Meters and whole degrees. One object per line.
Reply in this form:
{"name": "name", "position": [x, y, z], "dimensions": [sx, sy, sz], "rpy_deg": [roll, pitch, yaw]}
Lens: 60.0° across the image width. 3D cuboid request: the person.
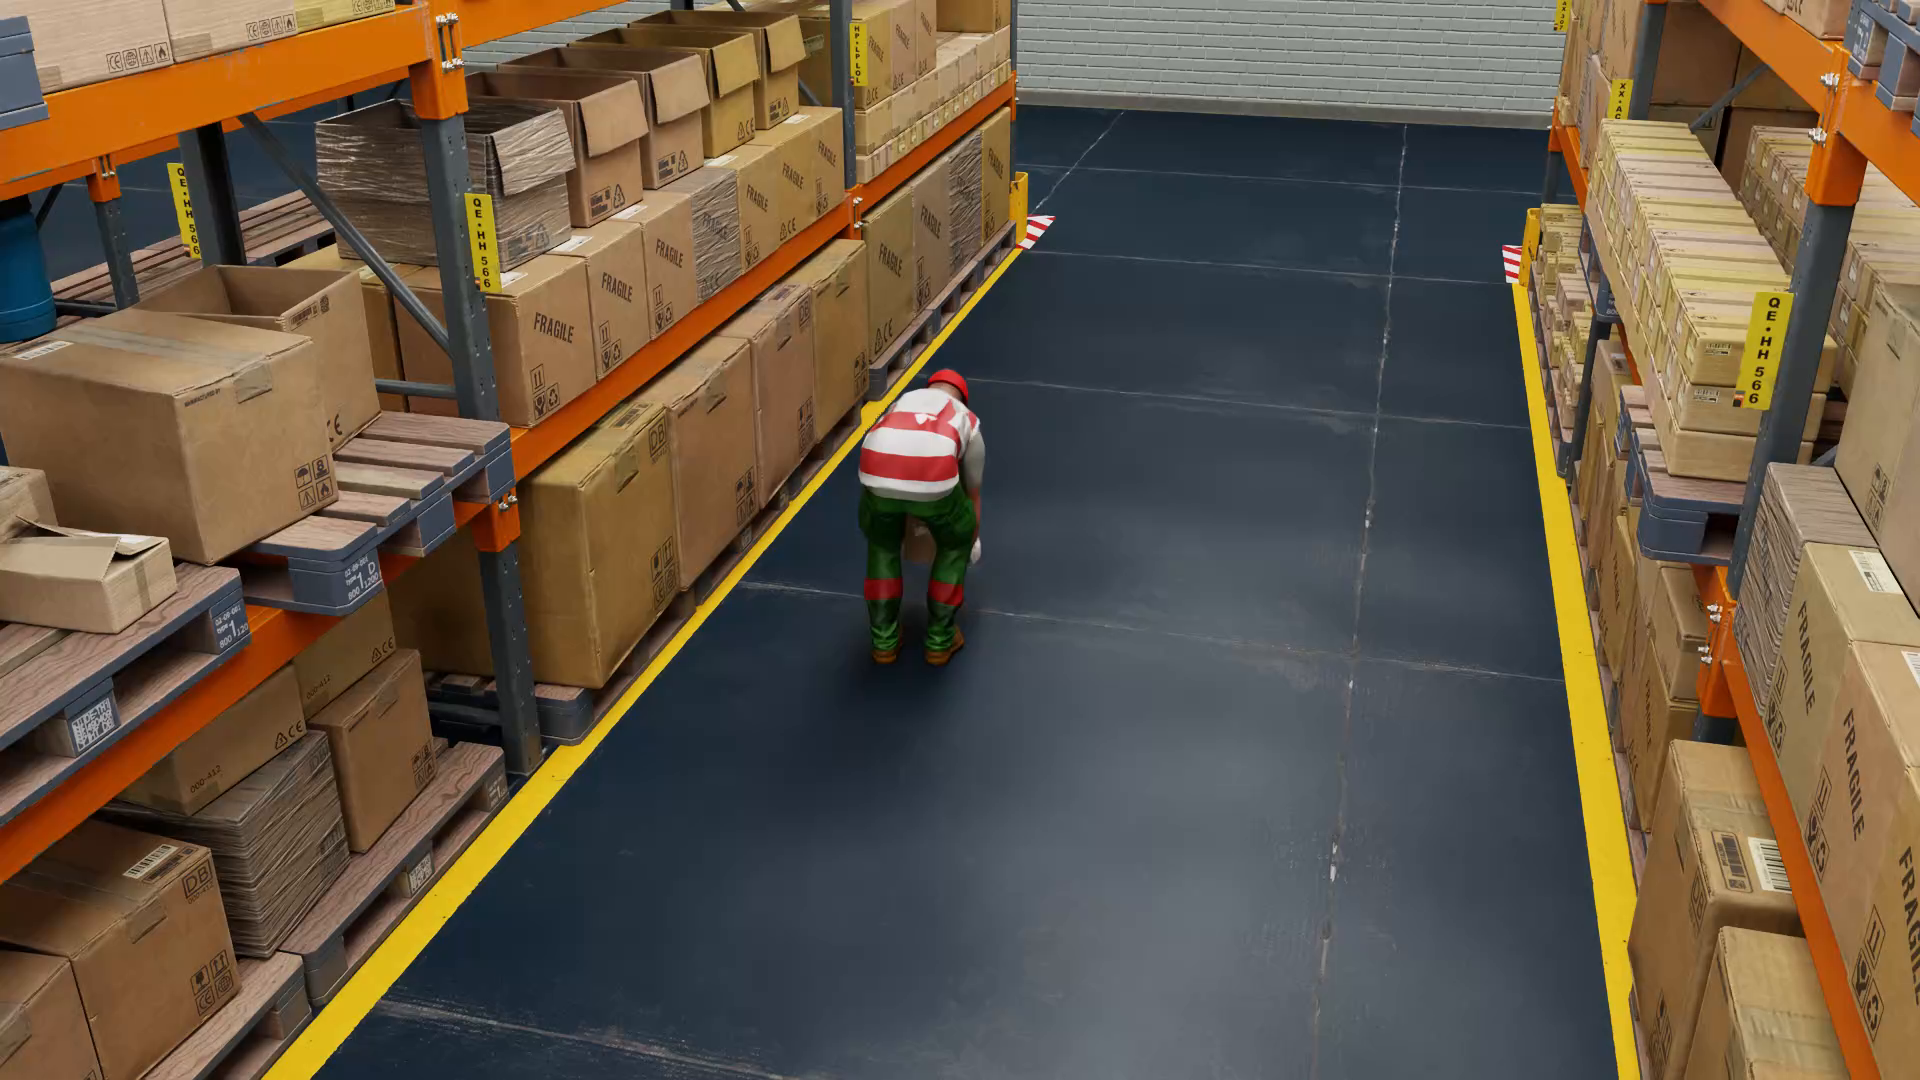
{"name": "person", "position": [-0.143, -0.105, 7.103], "dimensions": [0.498, 1.106, 0.965], "rpy_deg": [5, 26, 11]}
